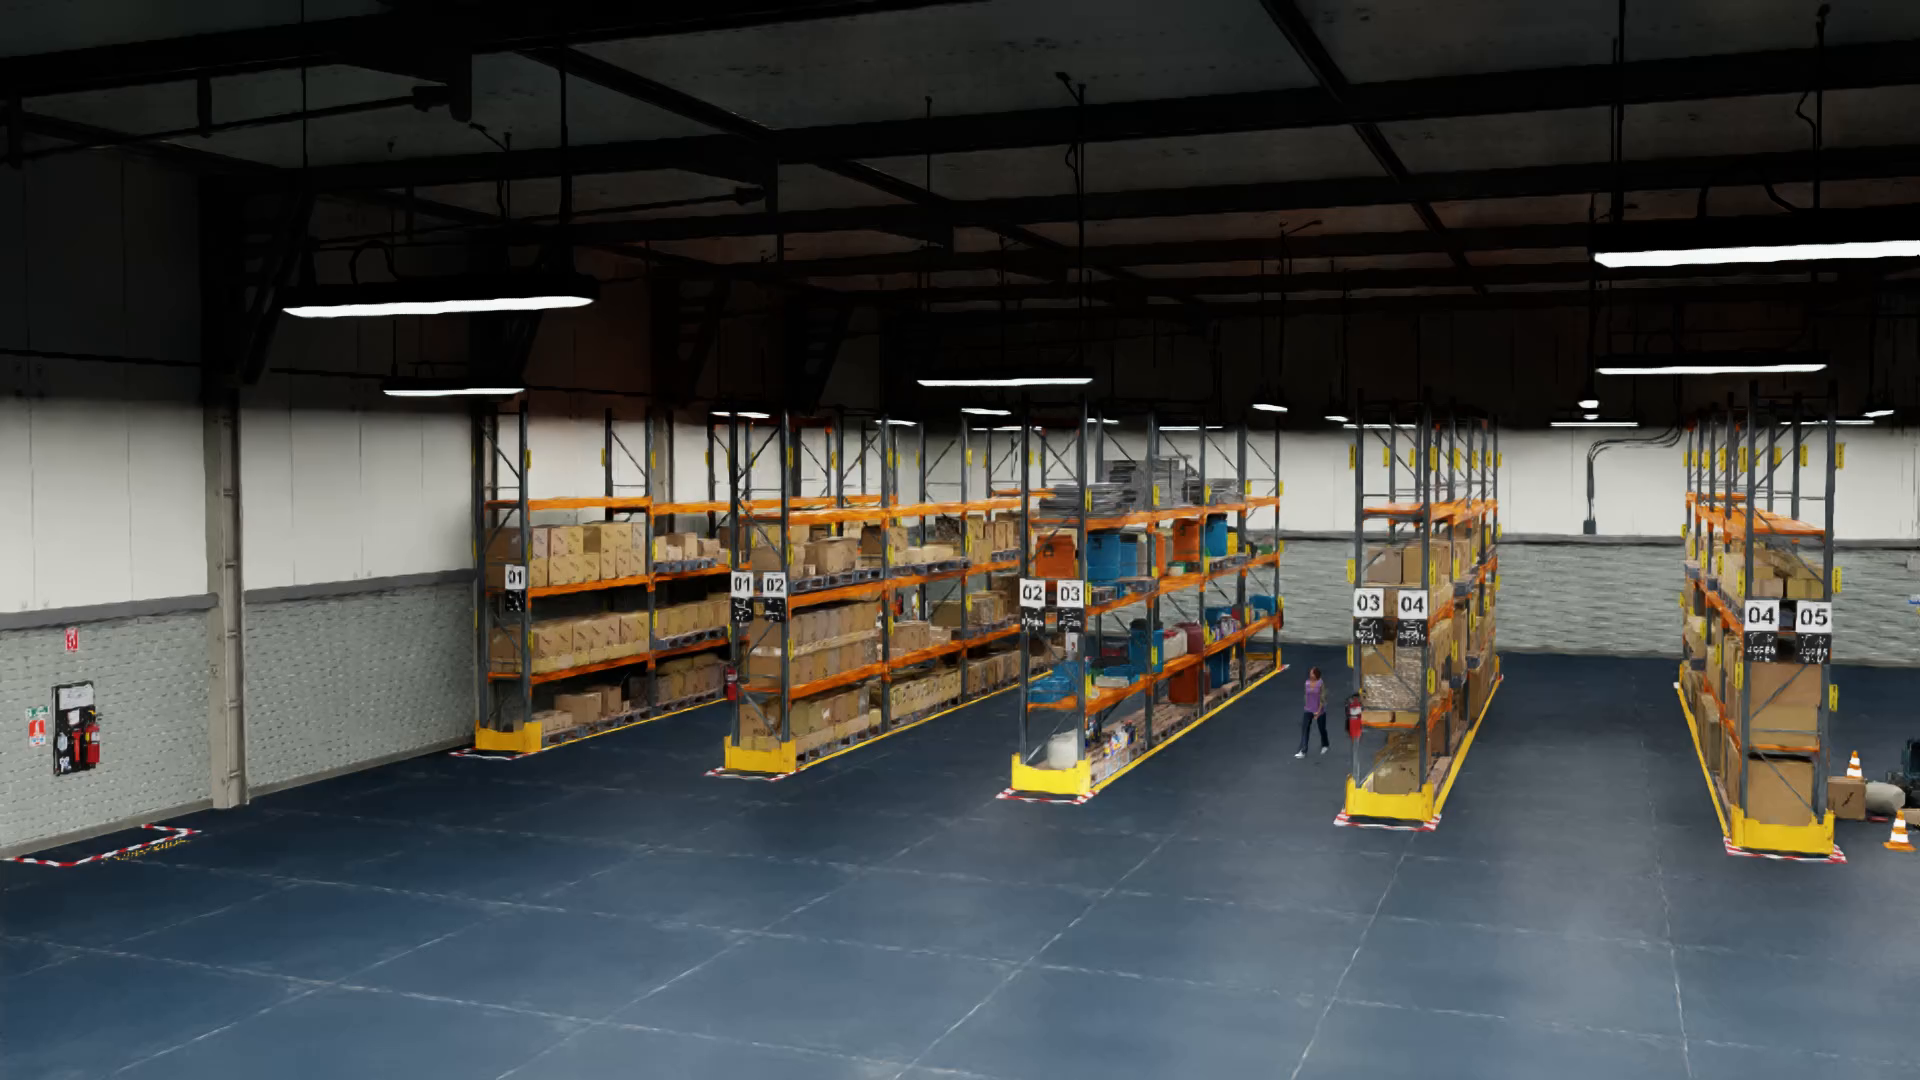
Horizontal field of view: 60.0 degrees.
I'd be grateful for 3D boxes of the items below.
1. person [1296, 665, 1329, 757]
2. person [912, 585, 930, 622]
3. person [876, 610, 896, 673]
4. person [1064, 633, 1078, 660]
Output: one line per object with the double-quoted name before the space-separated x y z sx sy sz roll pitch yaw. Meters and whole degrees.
"person" 5.957 2.860 27.901 0.410 1.529 0.957 2 3 30
"person" -1.026 2.011 44.333 0.733 1.656 0.559 -2 3 -34
"person" -1.644 2.361 36.496 0.566 1.706 1.122 1 3 23
"person" 2.552 2.271 37.490 0.421 1.791 0.657 0 3 7
